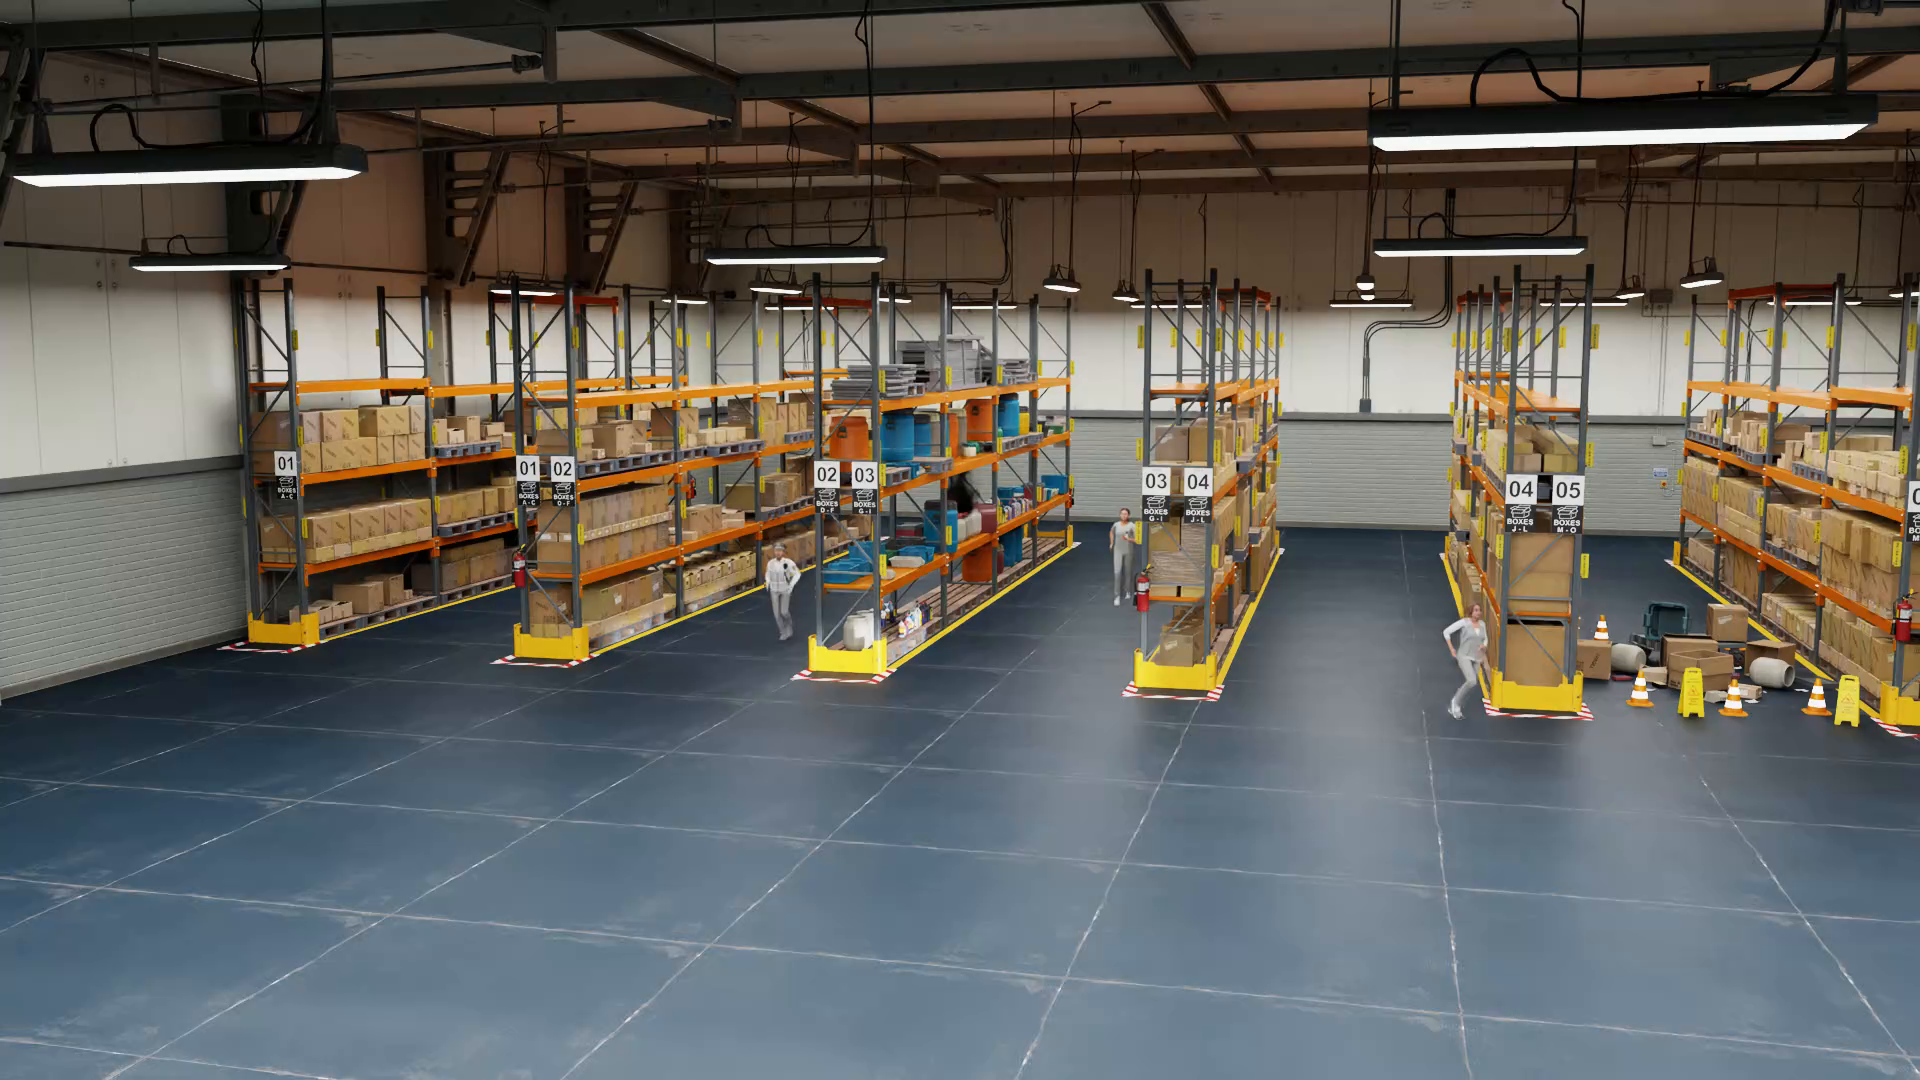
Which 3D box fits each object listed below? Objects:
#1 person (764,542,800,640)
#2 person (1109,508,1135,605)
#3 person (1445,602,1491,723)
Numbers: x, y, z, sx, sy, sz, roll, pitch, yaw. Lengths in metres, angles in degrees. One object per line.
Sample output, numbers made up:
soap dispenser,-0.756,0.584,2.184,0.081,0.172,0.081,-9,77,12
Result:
person,-2.988,0.859,27.573,0.588,1.654,0.598,1,7,11
person,2.937,0.273,29.935,0.552,1.693,0.849,2,7,13
person,6.752,1.599,21.981,0.526,1.575,0.624,-3,7,-22
